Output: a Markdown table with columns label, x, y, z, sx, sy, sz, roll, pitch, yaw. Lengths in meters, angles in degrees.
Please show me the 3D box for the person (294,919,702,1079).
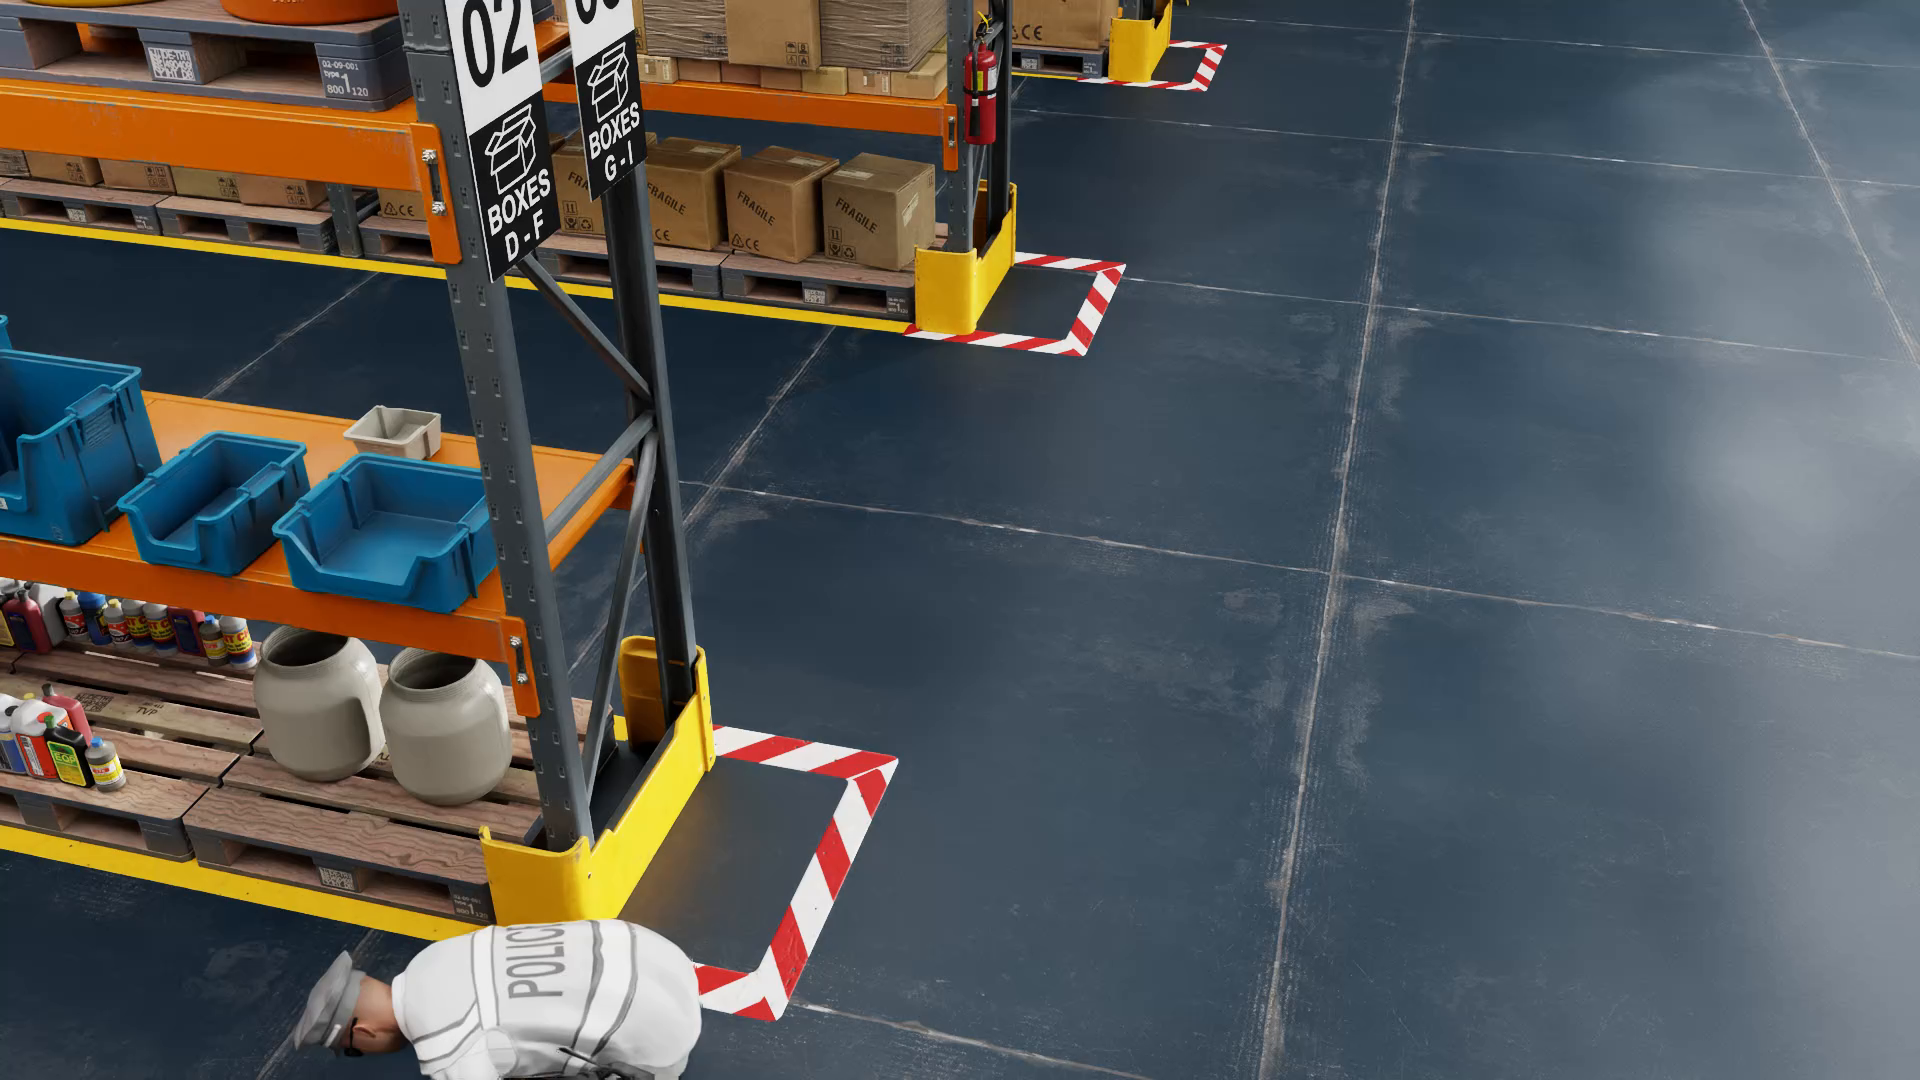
| label | x | y | z | sx | sy | sz | roll | pitch | yaw |
| --- | --- | --- | --- | --- | --- | --- | --- | --- | --- |
| person | -1.205 | 1.477 | 4.520 | 1.026 | 1.007 | 0.544 | -6 | 33 | -9 |
